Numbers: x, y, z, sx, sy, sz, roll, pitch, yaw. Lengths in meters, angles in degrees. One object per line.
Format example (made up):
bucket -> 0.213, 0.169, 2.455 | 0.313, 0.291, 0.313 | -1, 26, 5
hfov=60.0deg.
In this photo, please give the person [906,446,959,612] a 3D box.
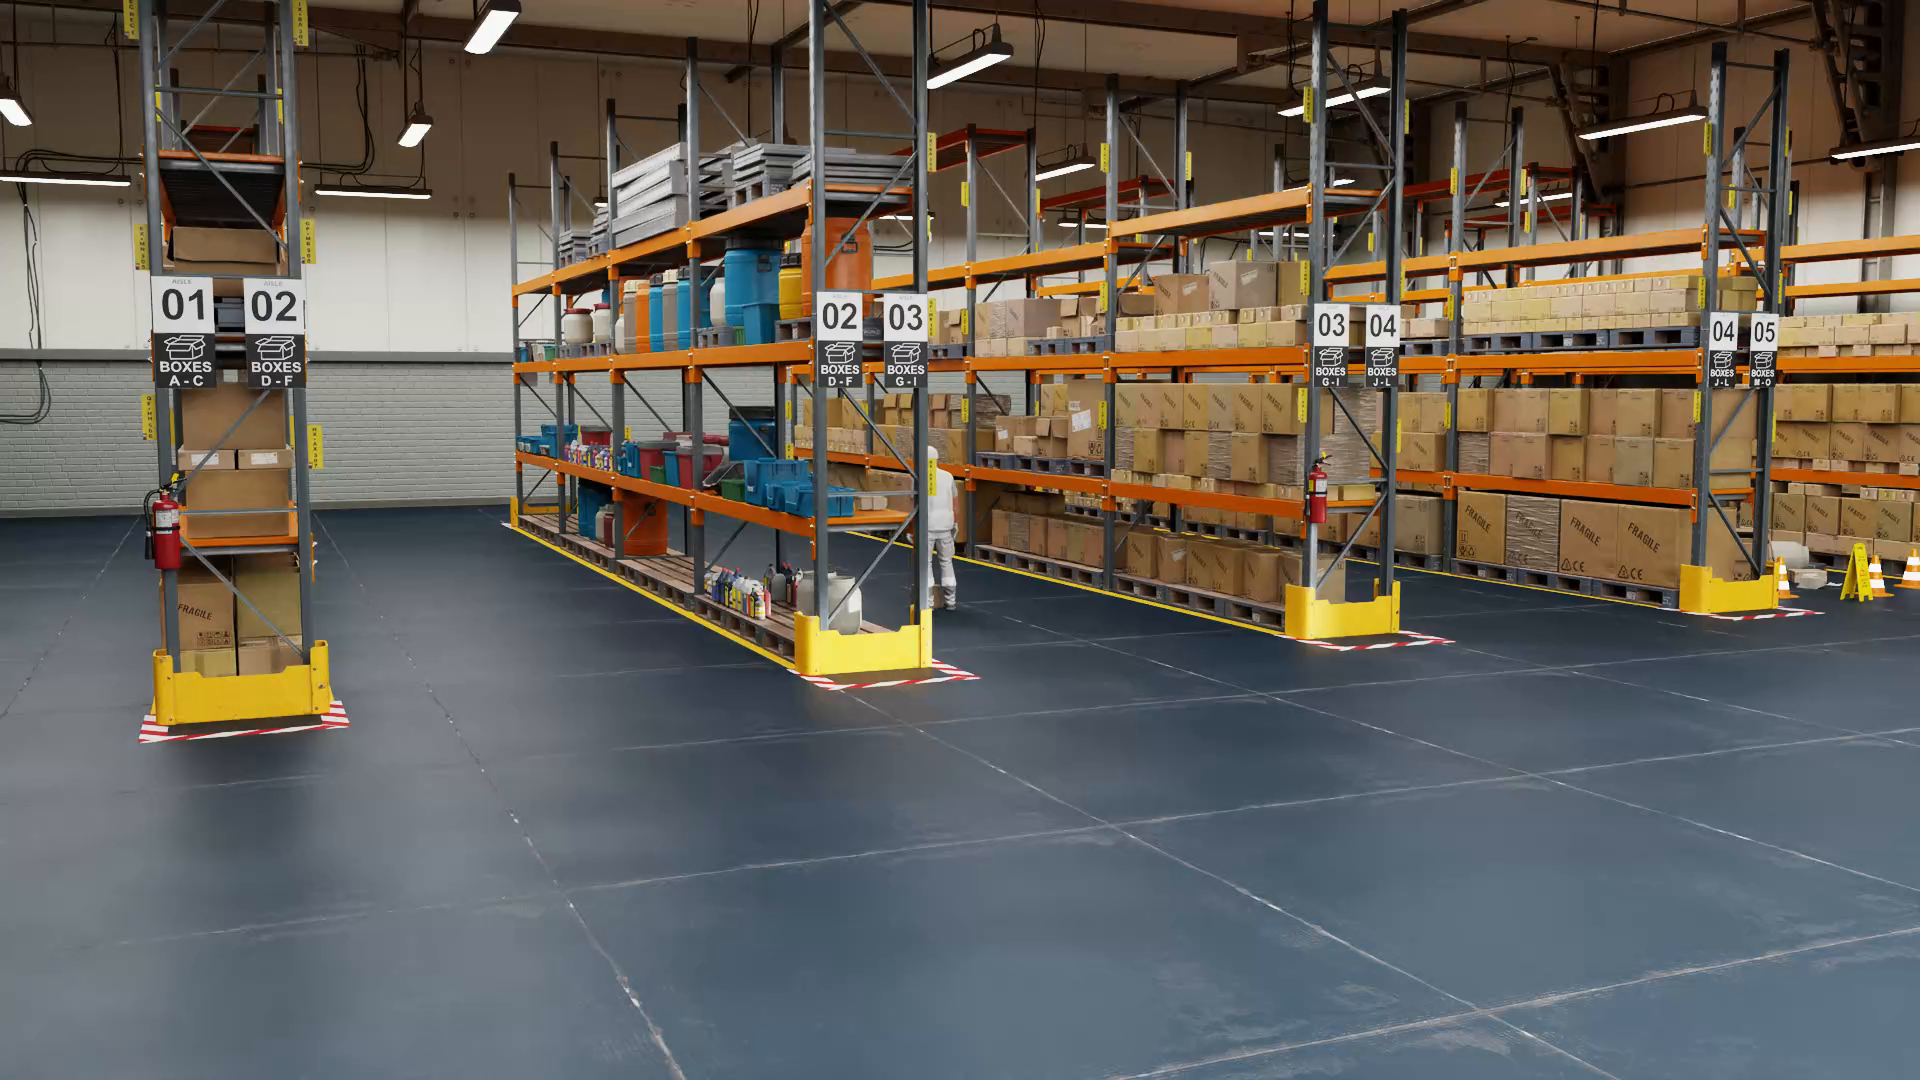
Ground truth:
person -> -0.293, -0.125, 17.957 | 0.622, 1.781, 0.445 | -3, 6, -26
